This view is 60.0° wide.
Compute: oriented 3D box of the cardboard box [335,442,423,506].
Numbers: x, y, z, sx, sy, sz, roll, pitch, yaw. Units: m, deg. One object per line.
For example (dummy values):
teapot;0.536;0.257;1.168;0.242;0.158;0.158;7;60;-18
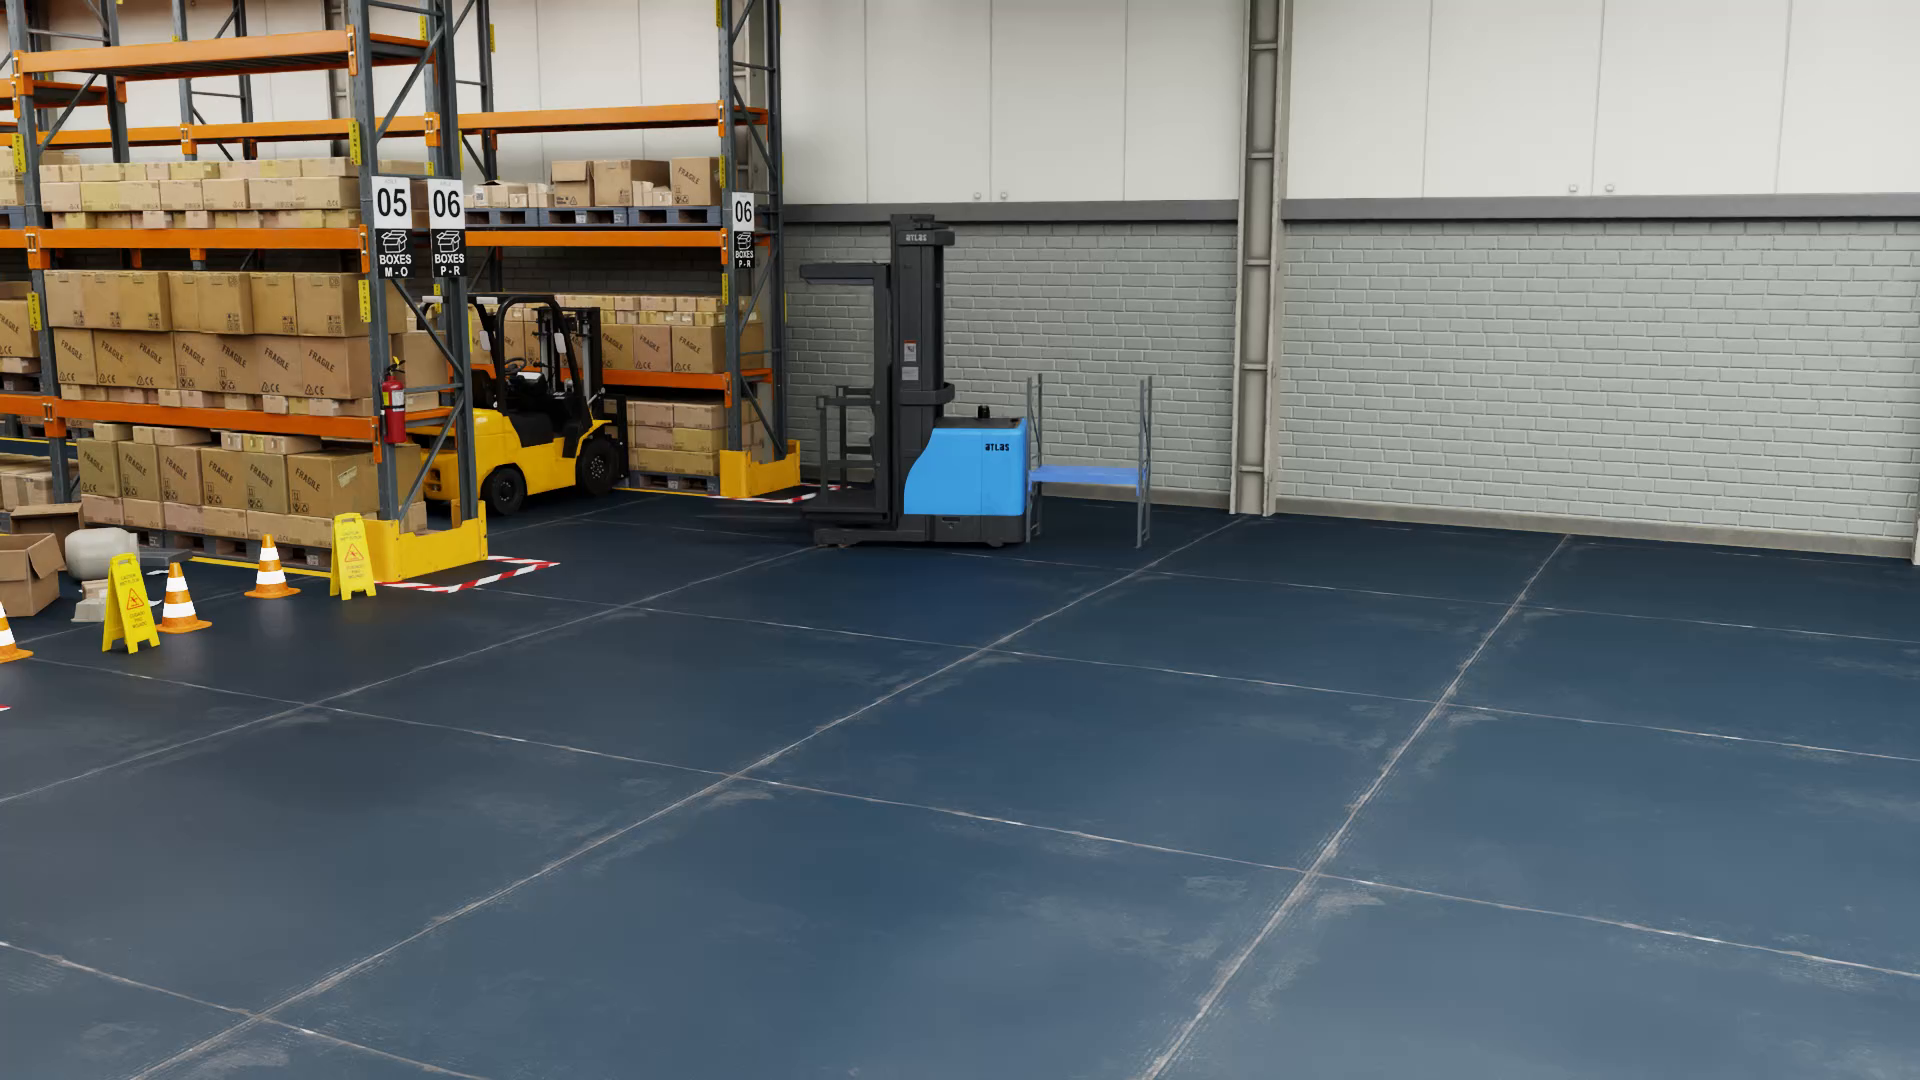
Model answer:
cardboard box;-5.019;-0.564;14.379;0.500;0.500;0.500;5;11;24

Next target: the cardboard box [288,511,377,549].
cardboard box;-5.262;-0.108;13.966;0.500;0.250;0.500;5;11;26

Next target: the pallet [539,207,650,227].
pallet;-3.925;-3.613;18.617;1.213;0.211;1.003;5;11;26

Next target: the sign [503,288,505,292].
sign;-5.547;-2.894;20.163;0.005;0.325;0.100;5;11;26

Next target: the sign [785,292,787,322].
sign;-1.953;-2.578;18.418;0.005;0.325;0.100;5;11;26

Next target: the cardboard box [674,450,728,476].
cardboard box;-2.765;-0.865;18.149;0.500;0.250;0.500;5;11;26

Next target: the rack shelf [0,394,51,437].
rack shelf;-9.777;-1.351;16.310;4.000;0.370;1.077;5;11;26

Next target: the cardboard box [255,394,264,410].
cardboard box;-5.735;-1.187;14.094;0.250;0.149;0.380;5;11;27

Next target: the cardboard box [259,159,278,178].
cardboard box;-5.487;-3.028;13.601;0.250;0.149;0.380;5;11;26

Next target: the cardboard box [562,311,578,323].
cardboard box;-4.244;-2.516;18.629;0.250;0.149;0.380;5;11;25

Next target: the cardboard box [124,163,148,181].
cardboard box;-6.898;-3.140;14.222;0.250;0.149;0.380;5;11;24

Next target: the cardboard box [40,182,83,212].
cardboard box;-7.710;-3.017;14.662;0.500;0.250;0.500;5;11;25

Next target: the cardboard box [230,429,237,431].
cardboard box;-8.825;-1.642;21.389;0.625;0.625;0.875;5;12;28

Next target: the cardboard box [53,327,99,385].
cardboard box;-7.713;-1.663;14.902;0.500;0.500;0.500;5;11;26

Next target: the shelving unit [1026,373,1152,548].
shelving unit;1.170;-0.730;15.075;1.048;1.500;0.538;3;11;15

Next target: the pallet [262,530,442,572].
pallet;-5.178;0.065;14.300;1.213;0.211;1.003;5;11;26

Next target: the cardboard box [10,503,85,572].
cardboard box;-7.625;-0.016;13.930;0.500;0.500;0.500;-4;11;-23

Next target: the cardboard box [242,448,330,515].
cardboard box;-5.700;-0.517;14.117;0.500;0.500;0.500;6;12;28

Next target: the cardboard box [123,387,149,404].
cardboard box;-7.136;-1.295;14.686;0.250;0.149;0.380;5;12;28

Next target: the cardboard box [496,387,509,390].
cardboard box;-5.264;-1.678;19.832;0.500;0.250;0.500;5;12;27

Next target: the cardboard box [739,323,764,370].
cardboard box;-2.525;-2.157;18.467;0.500;0.500;0.500;5;12;28

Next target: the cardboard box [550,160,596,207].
cardboard box;-4.091;-3.952;18.493;0.637;0.503;0.797;5;12;28

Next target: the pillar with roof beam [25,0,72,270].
pillar with roof beam;-15.096;-5.434;20.005;0.548;9.000;9.100;5;11;26

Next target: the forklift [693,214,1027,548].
forklift;-0.896;-1.467;15.125;3.031;2.935;1.130;1;10;6

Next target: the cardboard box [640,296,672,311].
cardboard box;-3.290;-2.596;18.236;0.250;0.149;0.380;5;11;26

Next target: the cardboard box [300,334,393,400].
cardboard box;-5.005;-1.426;13.591;0.500;0.500;0.500;5;11;25

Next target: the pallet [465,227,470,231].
pallet;-6.588;-3.789;19.879;1.217;0.209;0.805;5;11;24

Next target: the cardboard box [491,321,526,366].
cardboard box;-5.034;-2.274;19.112;0.500;0.500;0.500;5;12;27

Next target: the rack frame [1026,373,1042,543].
rack frame;0.679;-0.754;15.206;0.032;1.500;0.500;3;11;15

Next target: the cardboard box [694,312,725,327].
cardboard box;-2.639;-2.376;17.852;0.250;0.149;0.380;5;11;27

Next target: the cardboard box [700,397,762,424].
cardboard box;-2.551;-1.439;18.510;0.500;0.250;0.500;5;11;25

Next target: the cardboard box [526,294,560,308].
cardboard box;-4.699;-2.705;18.834;0.250;0.149;0.380;5;11;25

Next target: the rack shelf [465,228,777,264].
rack shelf;-3.997;-3.304;18.683;4.000;0.370;1.077;5;11;26

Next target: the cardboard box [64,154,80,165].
cardboard box;-8.782;-3.550;15.856;0.500;0.250;0.500;5;11;25

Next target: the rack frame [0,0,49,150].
rack frame;-12.965;-5.922;22.706;0.127;3.000;1.000;5;11;26

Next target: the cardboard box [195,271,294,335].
cardboard box;-5.905;-1.990;13.897;0.500;0.500;0.700;5;11;25

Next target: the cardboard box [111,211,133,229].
cardboard box;-7.125;-2.778;14.460;0.250;0.149;0.380;5;12;28

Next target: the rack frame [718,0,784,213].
rack frame;-2.204;-4.977;17.481;0.127;3.000;1.000;5;11;26

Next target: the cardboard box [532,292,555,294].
cardboard box;-4.921;-2.833;19.542;0.250;0.149;0.380;5;11;25

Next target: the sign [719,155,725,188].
sign;-2.456;-3.812;17.204;0.005;0.325;0.100;5;11;26

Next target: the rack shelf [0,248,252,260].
rack shelf;-11.172;-3.935;22.166;4.000;0.370;1.077;5;11;26

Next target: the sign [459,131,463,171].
sign;-4.157;-3.225;13.767;0.005;0.325;0.100;5;11;26

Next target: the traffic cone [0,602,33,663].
traffic cone;-6.344;0.546;10.932;0.334;0.463;0.336;5;11;26

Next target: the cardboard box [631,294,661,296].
cardboard box;-3.528;-2.720;18.918;0.250;0.149;0.380;5;11;24

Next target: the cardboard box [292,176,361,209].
cardboard box;-4.975;-2.778;13.338;0.500;0.250;0.500;5;11;25

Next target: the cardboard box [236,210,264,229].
cardboard box;-5.744;-2.651;13.758;0.250;0.149;0.380;5;11;25

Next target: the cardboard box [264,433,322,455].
cardboard box;-5.590;-0.813;13.936;0.250;0.149;0.380;5;12;27

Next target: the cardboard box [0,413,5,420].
cardboard box;-13.595;-1.771;23.440;0.250;0.149;0.380;5;11;24
